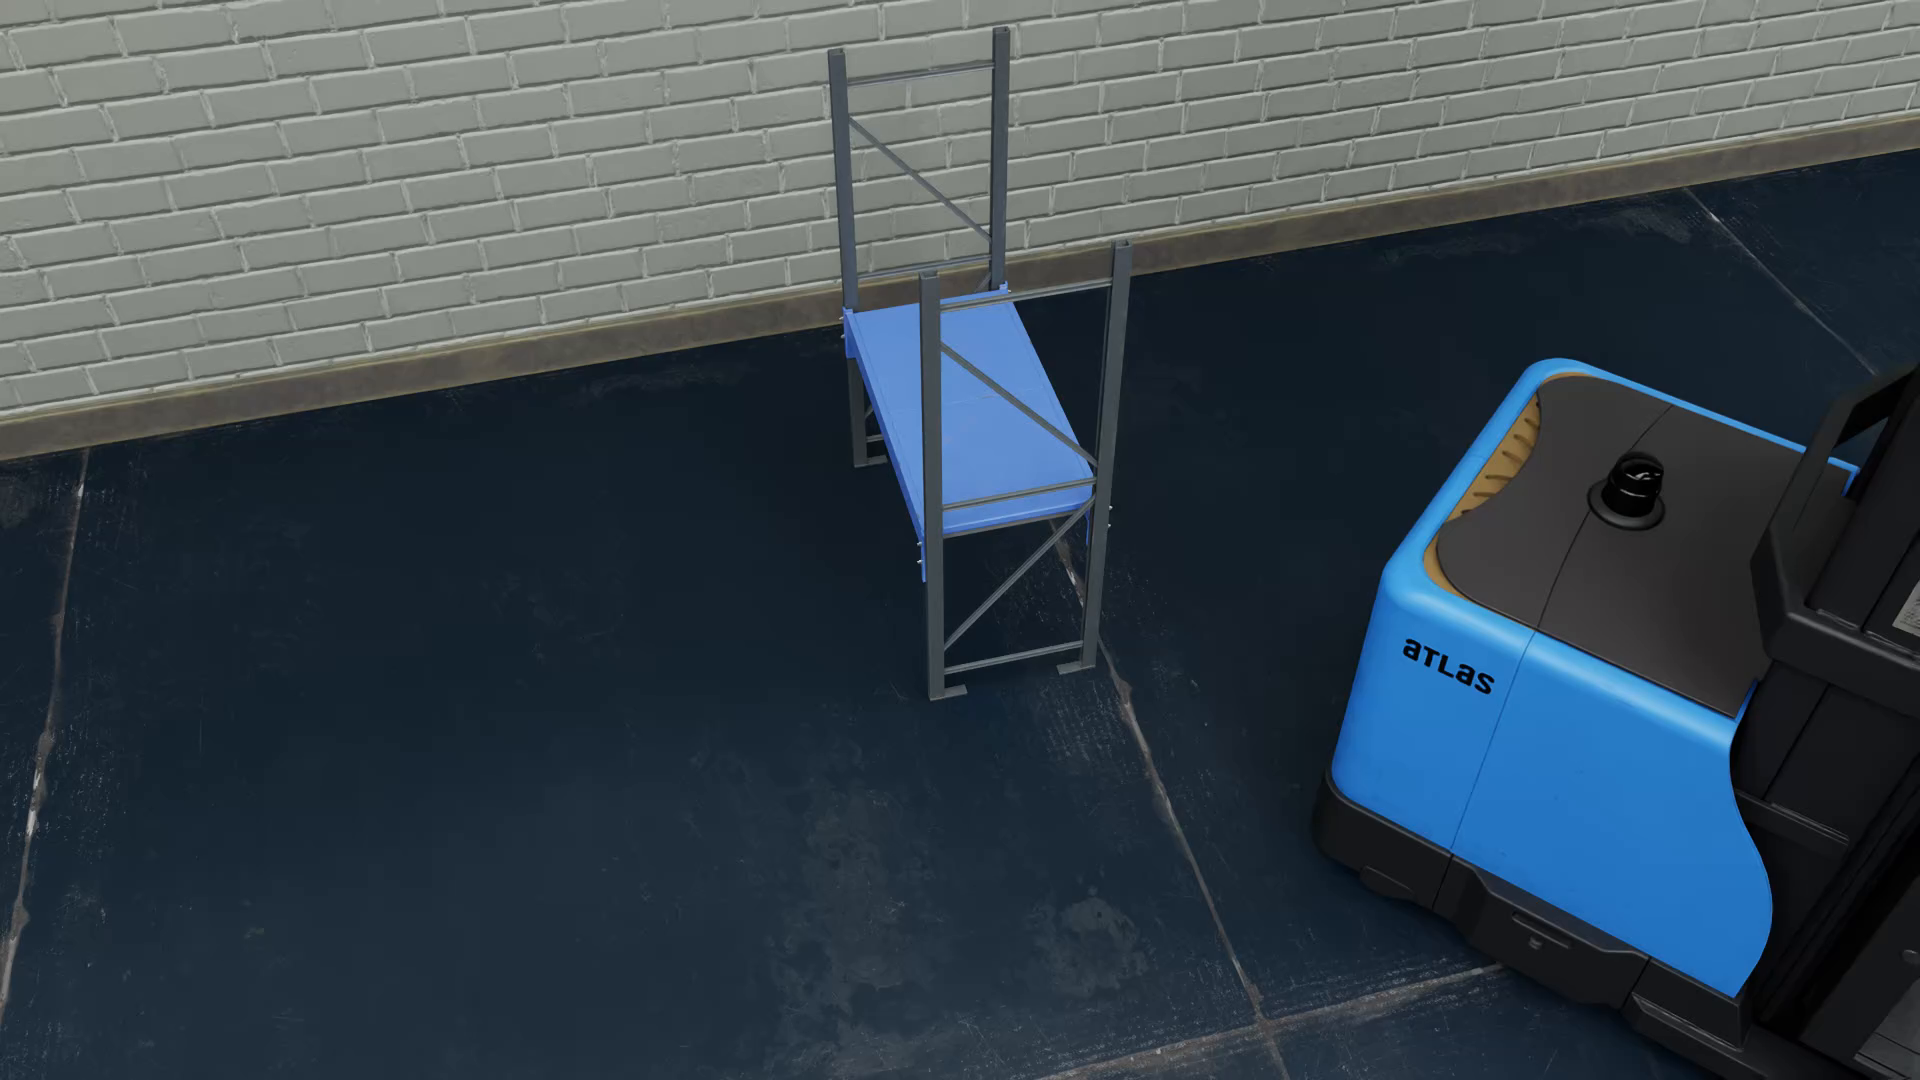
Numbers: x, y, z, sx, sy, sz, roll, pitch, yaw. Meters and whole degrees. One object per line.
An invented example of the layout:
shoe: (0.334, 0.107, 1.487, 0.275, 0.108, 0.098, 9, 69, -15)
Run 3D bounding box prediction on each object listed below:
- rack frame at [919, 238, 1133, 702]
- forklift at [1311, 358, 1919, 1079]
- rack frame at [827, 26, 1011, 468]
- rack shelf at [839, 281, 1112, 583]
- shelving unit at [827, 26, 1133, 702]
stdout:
rack frame: (0.152, -0.115, 4.313, 0.500, 1.500, 0.032, -11, 47, -10)
forklift: (2.429, 0.124, 3.076, 3.031, 2.935, 1.130, 27, 51, 24)
rack frame: (-0.108, -0.817, 5.001, 0.500, 1.500, 0.032, -11, 47, -10)
rack shelf: (0.022, -0.340, 4.785, 0.538, 0.185, 1.000, -11, 47, -10)
shelving unit: (0.022, -0.466, 4.657, 0.538, 1.500, 1.048, -11, 47, -10)
